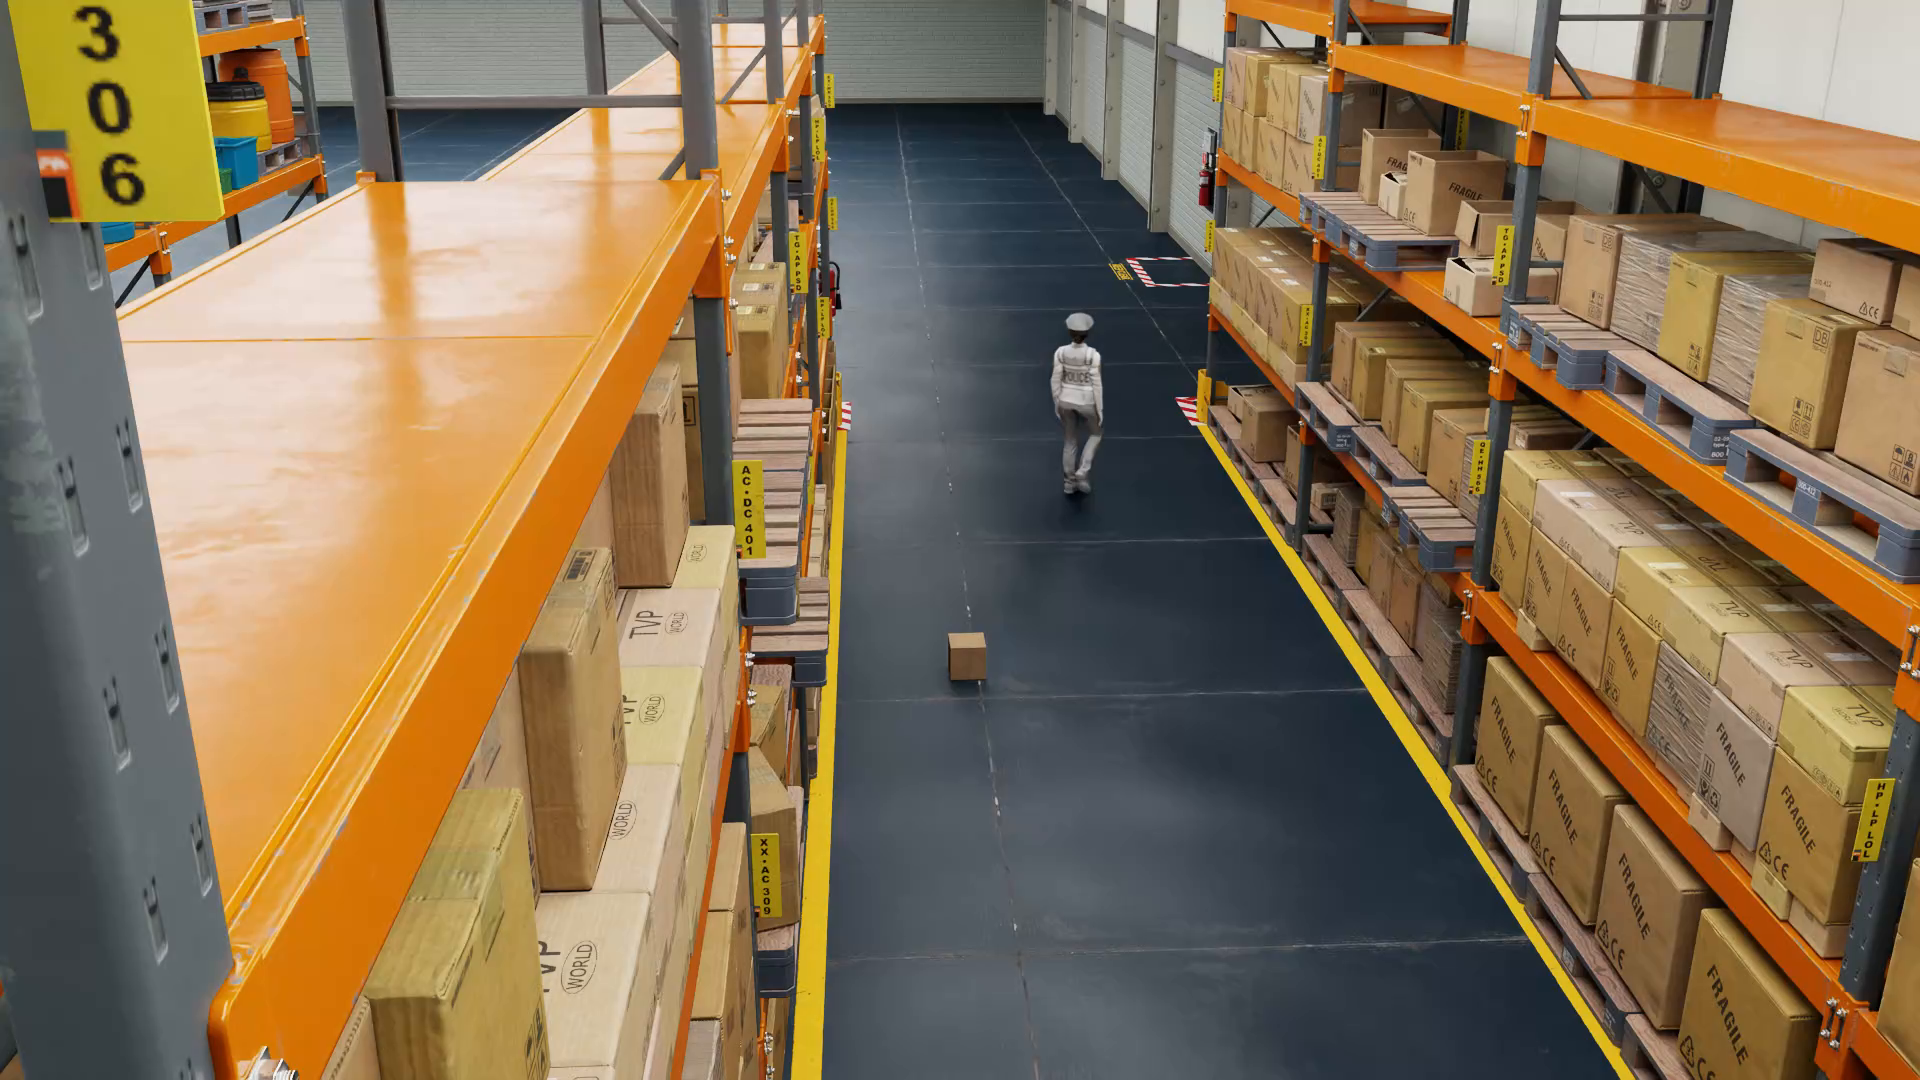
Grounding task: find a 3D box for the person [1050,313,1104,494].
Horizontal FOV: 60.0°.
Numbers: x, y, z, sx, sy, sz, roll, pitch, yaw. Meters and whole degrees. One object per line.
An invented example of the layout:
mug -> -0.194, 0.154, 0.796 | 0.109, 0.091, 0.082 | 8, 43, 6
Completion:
person -> 1.077, -1.239, 15.097 | 0.501, 1.683, 0.448 | 7, 22, 19
